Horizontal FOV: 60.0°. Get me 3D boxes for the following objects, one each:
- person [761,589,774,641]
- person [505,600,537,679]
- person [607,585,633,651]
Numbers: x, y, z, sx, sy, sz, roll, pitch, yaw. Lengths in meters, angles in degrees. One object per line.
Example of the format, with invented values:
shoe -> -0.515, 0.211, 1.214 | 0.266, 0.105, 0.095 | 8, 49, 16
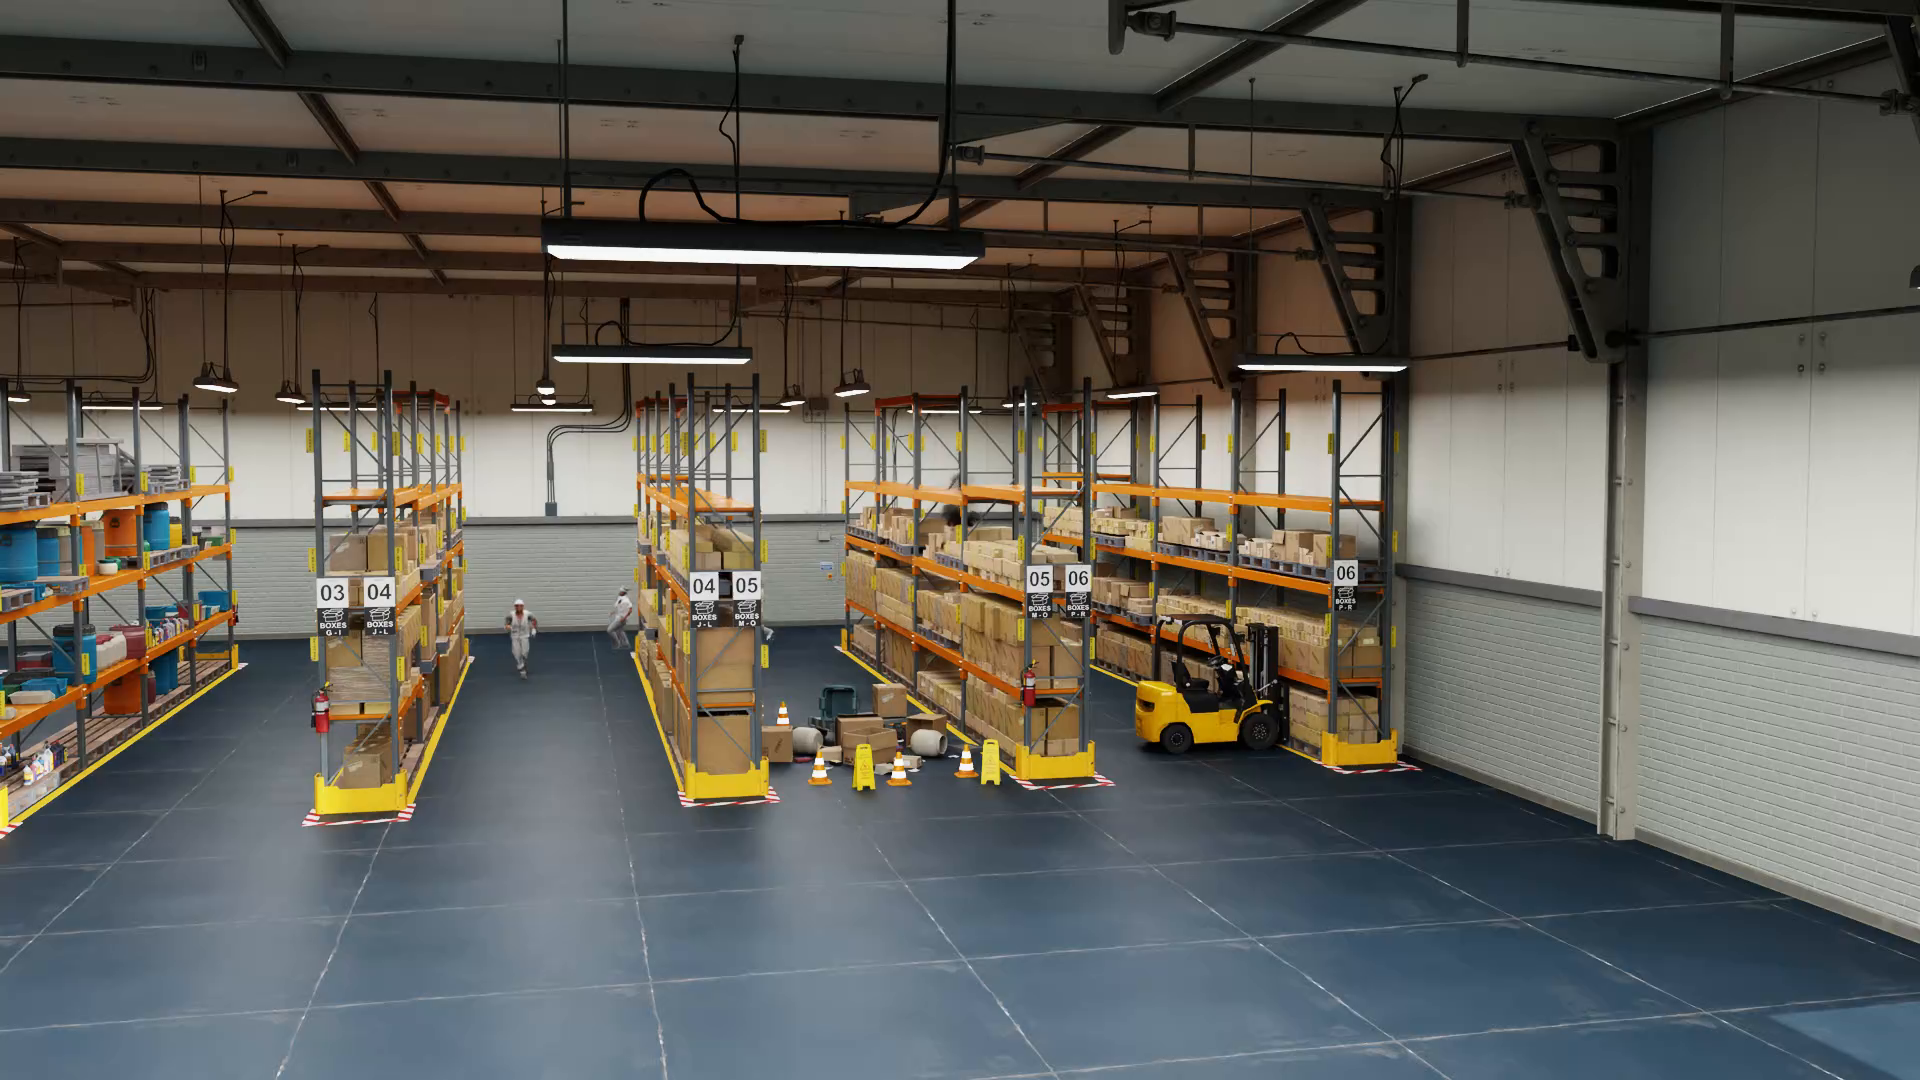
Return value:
person -> -4.989, 1.825, 41.174 | 0.725, 1.640, 0.572 | 0, 3, -7
person -> -9.351, 2.109, 35.356 | 0.617, 1.712, 0.723 | -1, 3, -9
person -> -8.225, 1.895, 40.228 | 0.625, 1.630, 0.715 | -1, 3, -9
